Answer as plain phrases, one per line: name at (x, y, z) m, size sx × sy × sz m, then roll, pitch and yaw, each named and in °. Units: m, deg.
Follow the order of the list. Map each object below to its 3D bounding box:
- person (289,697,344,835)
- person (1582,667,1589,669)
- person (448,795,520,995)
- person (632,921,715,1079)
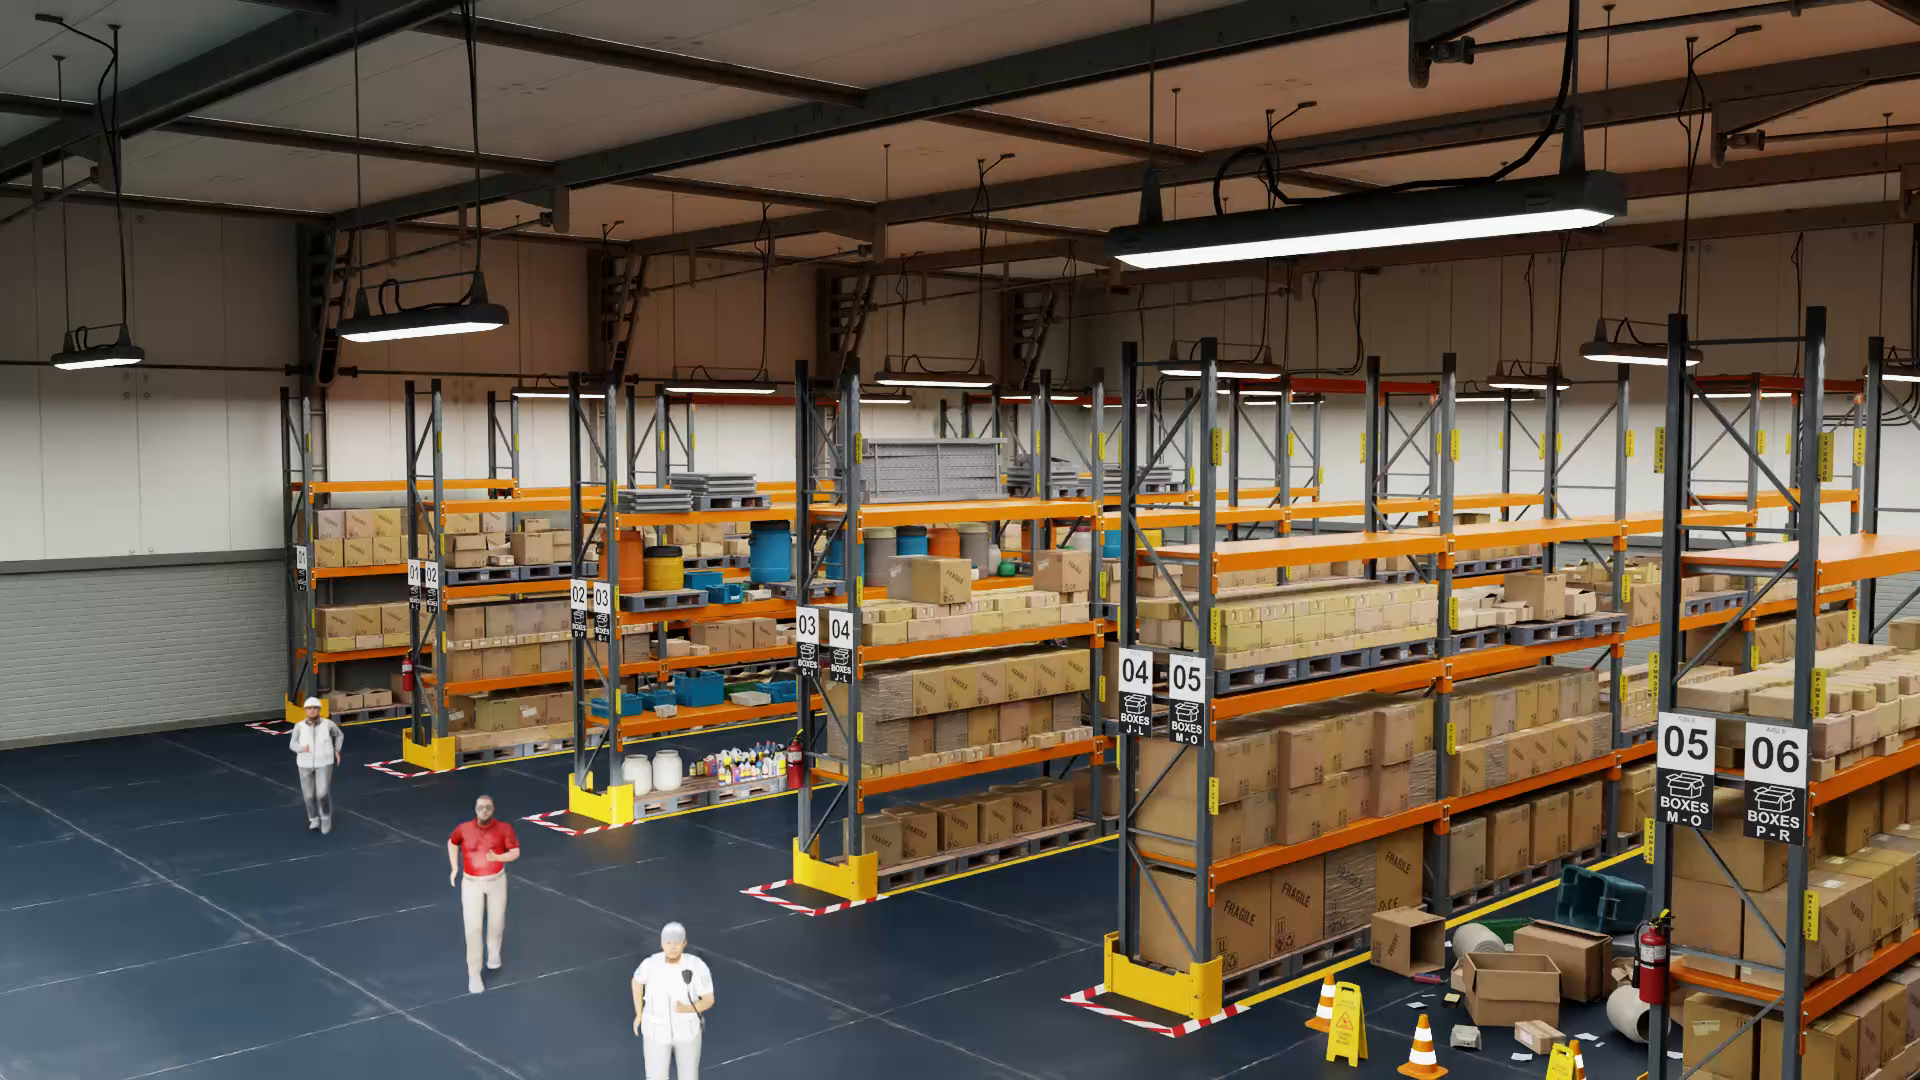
person at (-8.298, 2.914, 21.428) m, size 0.628 × 1.777 × 0.694 m, roll -1°, pitch 4°, yaw -13°
person at (9.039, 2.735, 24.054) m, size 0.908 × 1.801 × 0.667 m, roll -3°, pitch 5°, yaw -42°
person at (-4.483, 3.296, 15.695) m, size 0.640 × 1.787 × 0.820 m, roll -1°, pitch 4°, yaw -19°
person at (-2.046, 3.575, 11.876) m, size 0.581 × 1.728 × 0.755 m, roll -1°, pitch 4°, yaw -10°
